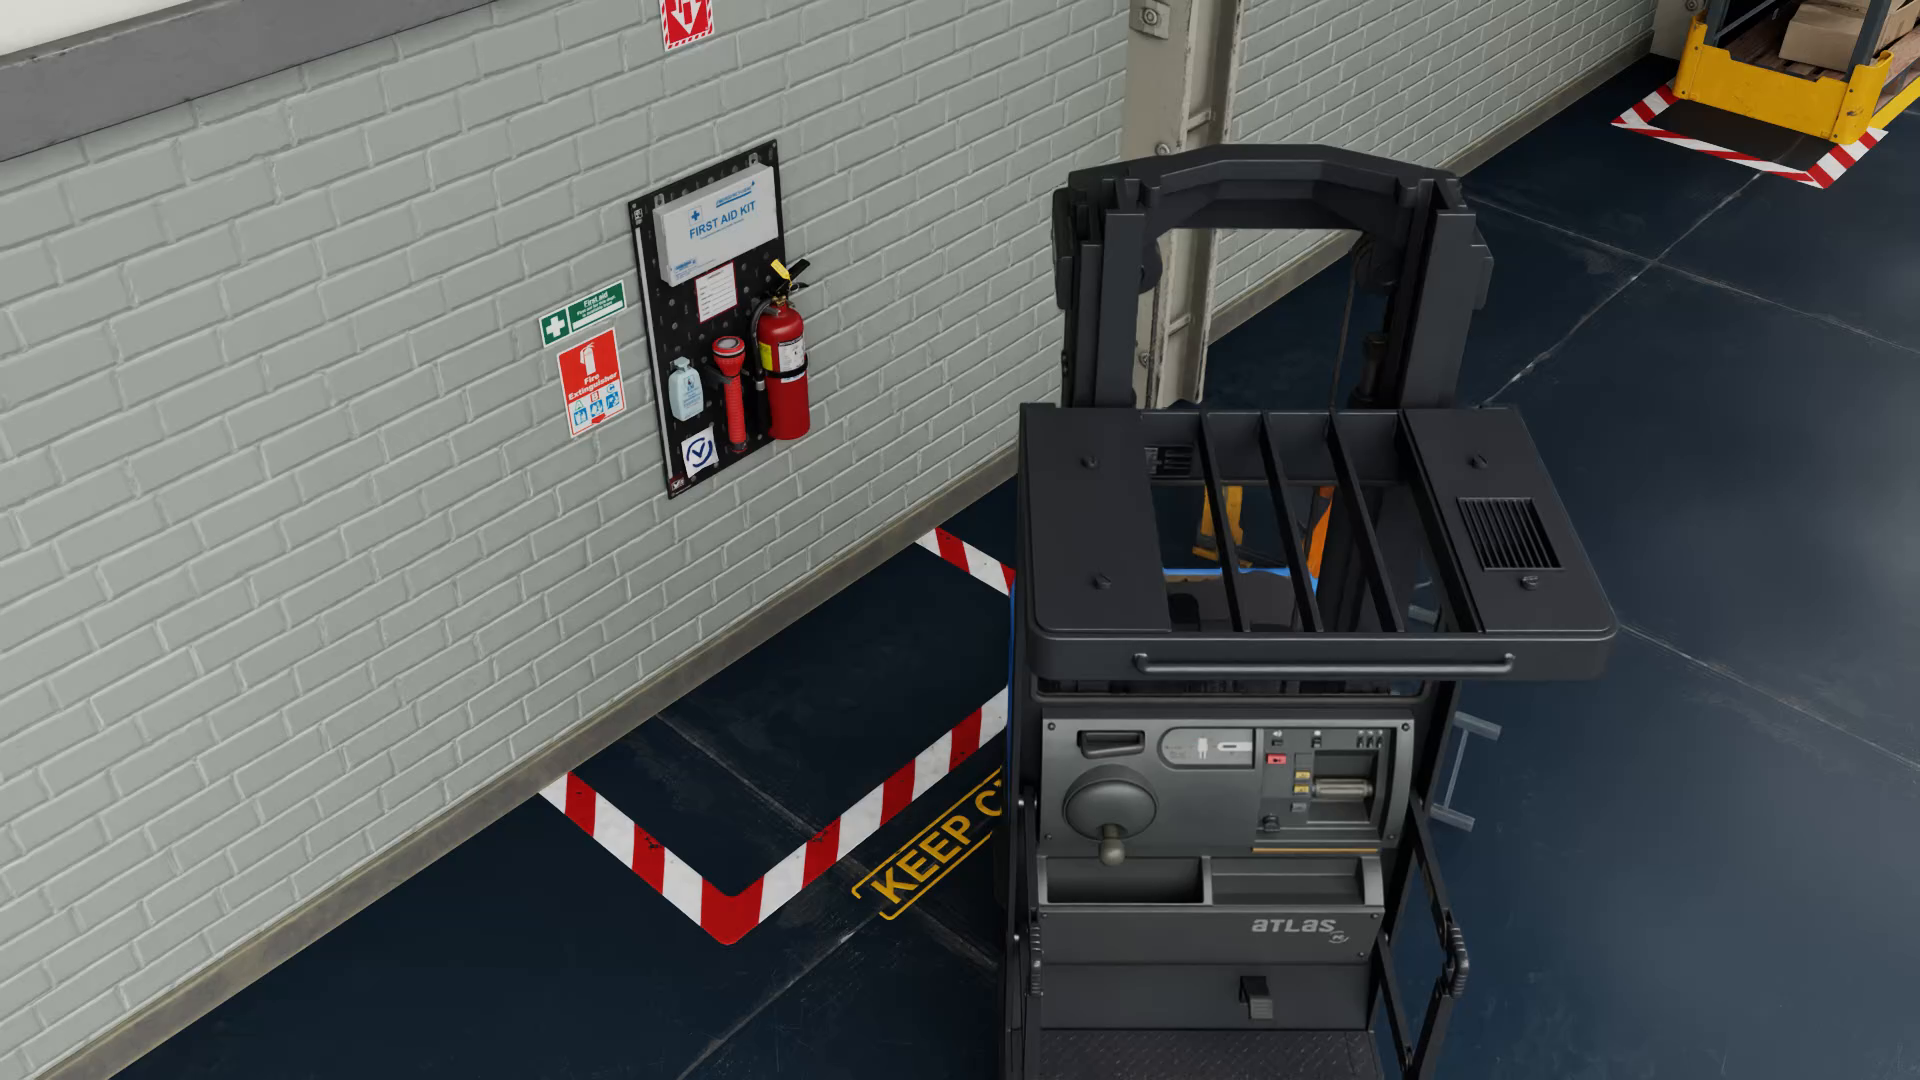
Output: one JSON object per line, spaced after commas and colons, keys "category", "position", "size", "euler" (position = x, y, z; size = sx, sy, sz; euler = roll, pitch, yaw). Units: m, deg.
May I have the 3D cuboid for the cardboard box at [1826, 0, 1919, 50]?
{"category": "cardboard box", "position": [6.070, -3.565, 11.131], "size": [0.500, 0.311, 0.500], "euler": [-30, 47, -32]}

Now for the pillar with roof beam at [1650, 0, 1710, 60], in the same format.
{"category": "pillar with roof beam", "position": [8.163, -5.129, 6.470], "size": [9.100, 9.000, 0.400], "euler": [30, 47, 32]}

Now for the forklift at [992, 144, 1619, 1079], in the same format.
{"category": "forklift", "position": [0.670, 0.695, 4.022], "size": [1.130, 2.935, 3.031], "euler": [0, 38, 0]}

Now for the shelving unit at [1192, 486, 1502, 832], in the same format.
{"category": "shelving unit", "position": [1.418, 0.314, 6.363], "size": [1.500, 0.587, 1.083], "euler": [20, 43, 23]}

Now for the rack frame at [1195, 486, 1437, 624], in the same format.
{"category": "rack frame", "position": [1.667, 0.045, 6.701], "size": [1.500, 0.500, 0.032], "euler": [20, 43, 23]}

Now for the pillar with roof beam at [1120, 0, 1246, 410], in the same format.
{"category": "pillar with roof beam", "position": [4.115, -2.372, 3.003], "size": [9.100, 9.000, 0.400], "euler": [30, 47, 32]}

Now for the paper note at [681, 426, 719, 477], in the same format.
{"category": "paper note", "position": [-0.928, -0.316, 5.945], "size": [0.016, 0.148, 0.142], "euler": [30, 47, 32]}

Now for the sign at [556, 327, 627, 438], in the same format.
{"category": "sign", "position": [-1.207, -0.516, 5.460], "size": [0.001, 0.329, 0.234], "euler": [30, 47, 32]}

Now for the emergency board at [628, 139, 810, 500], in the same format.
{"category": "emergency board", "position": [-0.758, -0.713, 5.736], "size": [0.194, 1.169, 0.643], "euler": [30, 47, 32]}

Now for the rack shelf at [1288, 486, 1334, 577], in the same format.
{"category": "rack shelf", "position": [1.257, 0.262, 6.427], "size": [0.185, 0.538, 1.000], "euler": [20, 43, 23]}

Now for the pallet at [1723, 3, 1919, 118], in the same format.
{"category": "pallet", "position": [5.777, -3.205, 11.112], "size": [1.003, 0.211, 1.213], "euler": [30, 47, 32]}

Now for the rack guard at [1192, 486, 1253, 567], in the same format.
{"category": "rack guard", "position": [1.126, -0.151, 6.944], "size": [0.250, 0.587, 0.087], "euler": [20, 43, 23]}

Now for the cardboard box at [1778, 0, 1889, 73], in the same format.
{"category": "cardboard box", "position": [5.685, -3.304, 10.801], "size": [0.500, 0.311, 0.500], "euler": [24, 44, 27]}

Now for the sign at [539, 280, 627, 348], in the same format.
{"category": "sign", "position": [-1.197, -0.722, 5.293], "size": [0.001, 0.109, 0.331], "euler": [30, 47, 32]}

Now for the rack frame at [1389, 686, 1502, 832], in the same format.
{"category": "rack frame", "position": [1.159, 0.593, 6.012], "size": [1.500, 0.500, 0.032], "euler": [20, 43, 23]}

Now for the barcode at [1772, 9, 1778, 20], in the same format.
{"category": "barcode", "position": [5.402, -3.483, 11.020], "size": [0.001, 0.075, 0.075], "euler": [30, 47, 32]}

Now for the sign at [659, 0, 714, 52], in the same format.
{"category": "sign", "position": [-0.837, -1.658, 5.063], "size": [0.001, 0.298, 0.199], "euler": [30, 47, 32]}

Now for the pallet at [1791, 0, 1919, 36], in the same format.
{"category": "pallet", "position": [6.600, -3.763, 11.813], "size": [1.003, 0.211, 1.213], "euler": [30, 47, 32]}

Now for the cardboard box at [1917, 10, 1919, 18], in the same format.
{"category": "cardboard box", "position": [6.601, -3.955, 11.469], "size": [0.700, 0.500, 0.500], "euler": [27, 46, 29]}

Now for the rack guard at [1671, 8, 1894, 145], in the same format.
{"category": "rack guard", "position": [5.203, -2.960, 10.571], "size": [1.175, 0.500, 0.348], "euler": [30, 47, 32]}

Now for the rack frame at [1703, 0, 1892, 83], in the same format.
{"category": "rack frame", "position": [5.152, -3.904, 9.749], "size": [1.000, 3.000, 0.127], "euler": [30, 47, 32]}
